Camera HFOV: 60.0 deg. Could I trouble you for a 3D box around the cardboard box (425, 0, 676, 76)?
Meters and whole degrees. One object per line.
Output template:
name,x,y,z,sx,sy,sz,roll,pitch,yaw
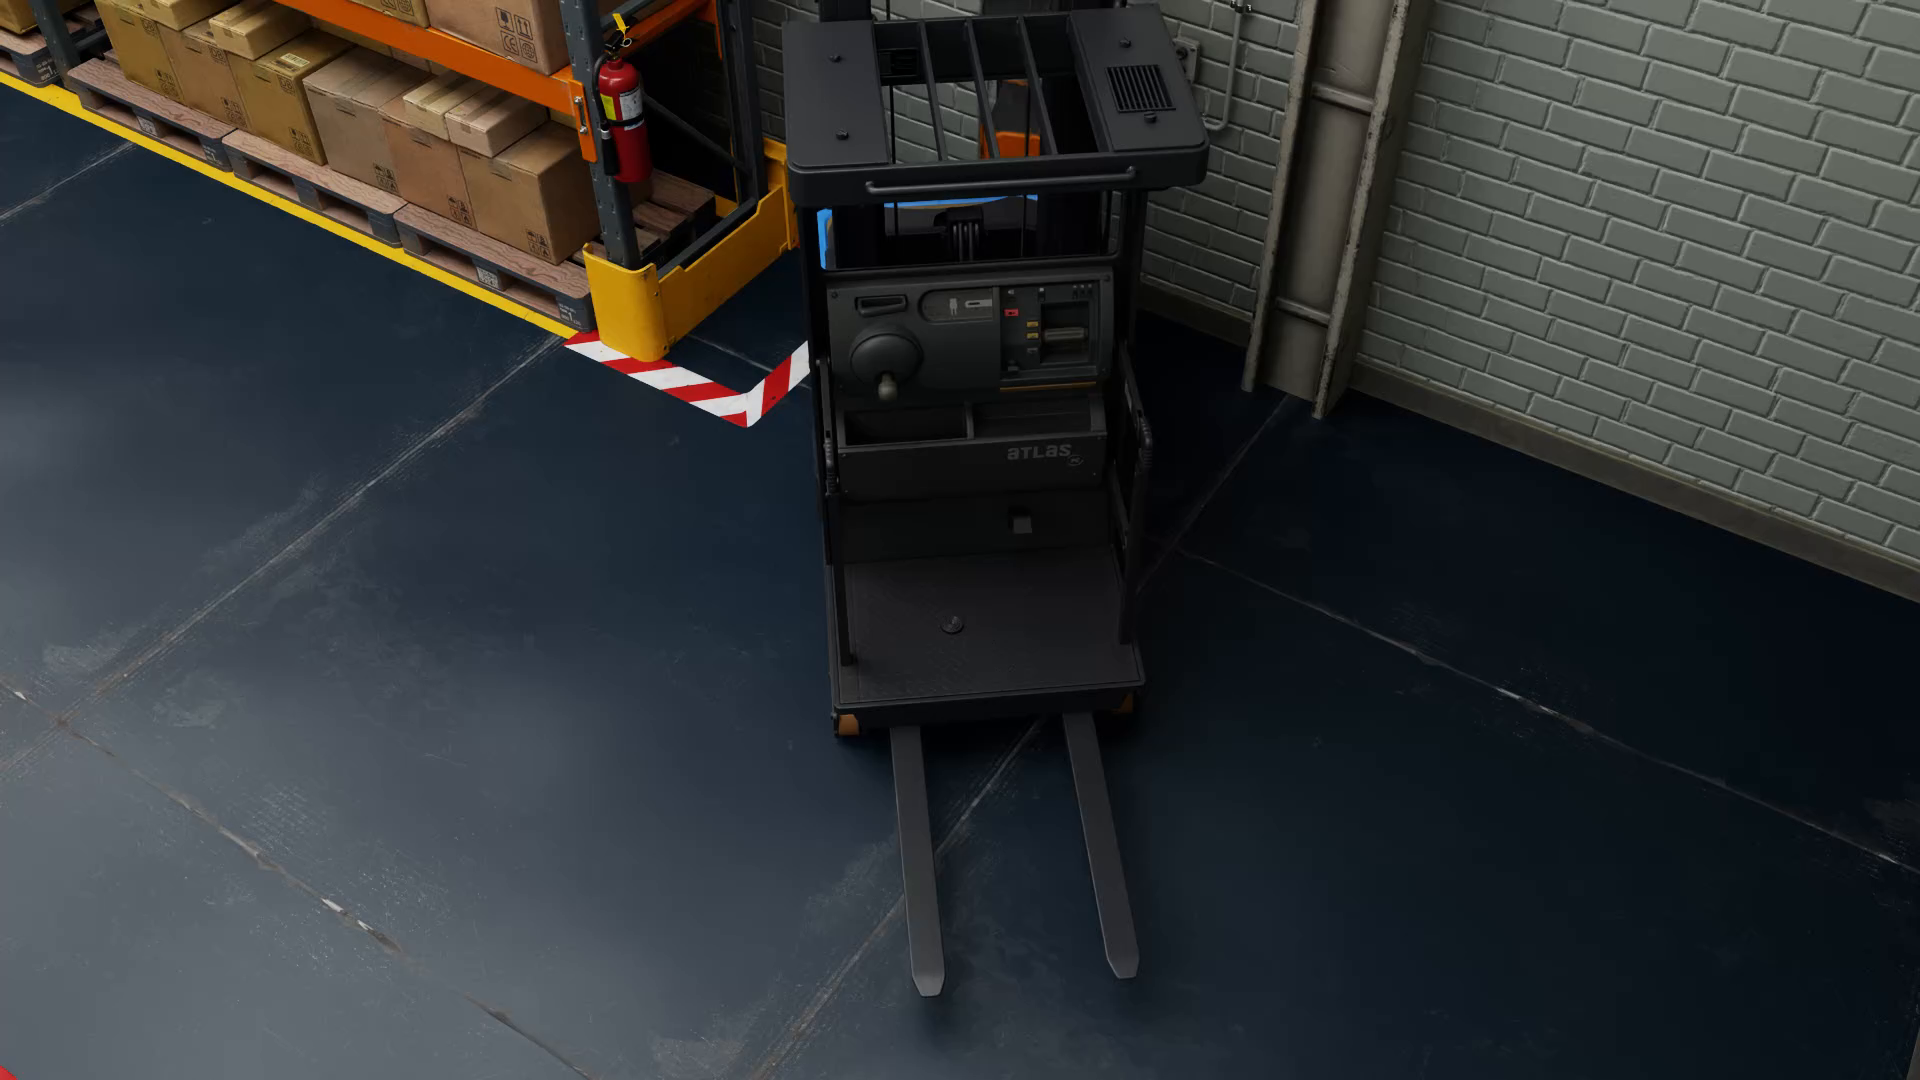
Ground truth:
cardboard box,-1.676,-2.555,6.932,0.700,0.700,0.980,27,52,24

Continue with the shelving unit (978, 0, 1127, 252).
shelving unit,0.361,-1.573,6.813,0.503,2.100,0.431,9,46,9

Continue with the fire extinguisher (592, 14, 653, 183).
fire extinguisher,-1.364,-1.765,6.688,0.183,0.674,0.296,25,51,22

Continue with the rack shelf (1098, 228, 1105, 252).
rack shelf,0.360,-1.073,7.323,0.480,0.518,0.431,9,46,9

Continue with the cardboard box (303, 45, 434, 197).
cardboard box,-2.730,-2.133,8.181,0.500,0.500,0.700,23,50,21

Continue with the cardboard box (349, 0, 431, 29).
cardboard box,-2.295,-2.830,7.199,0.700,0.700,0.980,24,51,22

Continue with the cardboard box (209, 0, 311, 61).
cardboard box,-3.405,-2.513,8.098,0.250,0.149,0.380,23,50,21

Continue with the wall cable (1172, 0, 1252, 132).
wall cable,0.347,-2.689,6.563,1.851,1.984,0.084,25,51,22

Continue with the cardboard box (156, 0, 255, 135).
cardboard box,-3.613,-2.535,8.572,0.500,0.500,0.700,24,51,22

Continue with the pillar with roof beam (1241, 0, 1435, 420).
pillar with roof beam,-0.826,-1.228,1.669,0.400,9.000,9.100,25,51,22

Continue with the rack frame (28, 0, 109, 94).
rack frame,-4.609,-3.808,8.359,0.127,3.000,1.000,25,51,22

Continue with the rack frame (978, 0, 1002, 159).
rack frame,0.123,-1.610,6.850,0.015,2.100,0.400,9,46,9

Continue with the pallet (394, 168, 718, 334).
pallet,-1.957,-1.550,8.109,1.213,0.211,1.003,25,51,22

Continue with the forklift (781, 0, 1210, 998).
forklift,0.063,-0.573,5.263,1.130,2.935,3.031,-4,46,-4

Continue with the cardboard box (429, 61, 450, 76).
cardboard box,-2.309,-2.336,7.927,0.250,0.149,0.380,25,51,22

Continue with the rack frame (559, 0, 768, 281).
rack frame,-1.242,-2.259,6.854,0.127,3.000,1.000,25,51,22

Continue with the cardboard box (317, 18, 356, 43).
cardboard box,-2.953,-2.632,8.214,0.250,0.149,0.380,24,50,21

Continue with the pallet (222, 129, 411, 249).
pallet,-2.980,-2.023,8.568,1.213,0.211,1.003,25,51,22

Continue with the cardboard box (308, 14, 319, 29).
cardboard box,-3.170,-2.731,8.310,0.250,0.149,0.380,25,51,22

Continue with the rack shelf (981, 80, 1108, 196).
rack shelf,0.361,-1.563,6.823,0.480,0.518,0.431,9,46,9

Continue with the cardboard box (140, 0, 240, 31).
cardboard box,-3.845,-2.715,8.295,0.250,0.149,0.380,26,51,23

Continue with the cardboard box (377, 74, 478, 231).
cardboard box,-2.306,-1.939,7.993,0.500,0.500,0.700,25,51,22

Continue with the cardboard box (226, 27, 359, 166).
cardboard box,-3.183,-2.335,8.378,0.500,0.500,0.700,26,51,23

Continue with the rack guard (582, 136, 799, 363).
rack guard,-1.221,-1.379,7.741,0.348,0.500,1.175,25,51,22

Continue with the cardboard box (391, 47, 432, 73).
cardboard box,-2.523,-2.434,8.022,0.250,0.149,0.380,25,51,23

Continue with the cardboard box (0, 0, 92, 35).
cardboard box,-5.226,-3.378,9.147,0.750,0.750,0.750,25,51,23

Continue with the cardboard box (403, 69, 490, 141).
cardboard box,-2.307,-2.009,7.609,0.250,0.149,0.380,26,51,23

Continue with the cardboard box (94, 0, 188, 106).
cardboard box,-4.034,-2.732,8.763,0.500,0.500,0.700,25,51,23

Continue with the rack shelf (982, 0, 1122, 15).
rack shelf,0.361,-2.053,6.322,0.480,0.518,0.431,9,46,9

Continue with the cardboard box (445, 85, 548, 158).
cardboard box,-2.091,-1.911,7.513,0.250,0.149,0.380,24,51,22

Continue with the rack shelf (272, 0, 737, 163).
rack shelf,-2.925,-2.783,7.864,4.000,0.370,1.077,25,51,22

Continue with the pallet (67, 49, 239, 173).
pallet,-4.011,-2.495,9.027,1.213,0.211,1.003,25,51,22

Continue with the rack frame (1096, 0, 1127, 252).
rack frame,0.599,-1.535,6.776,0.015,2.100,0.400,9,46,9

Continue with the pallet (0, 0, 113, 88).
pallet,-5.299,-3.089,9.605,1.213,0.211,1.003,25,51,22

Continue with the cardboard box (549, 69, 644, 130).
cardboard box,-1.672,-2.044,7.642,0.250,0.149,0.380,25,51,22

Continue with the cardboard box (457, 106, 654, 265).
cardboard box,-1.885,-1.745,7.804,0.500,0.500,0.700,25,51,22

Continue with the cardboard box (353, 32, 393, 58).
cardboard box,-2.740,-2.533,8.118,0.250,0.149,0.380,25,51,22
